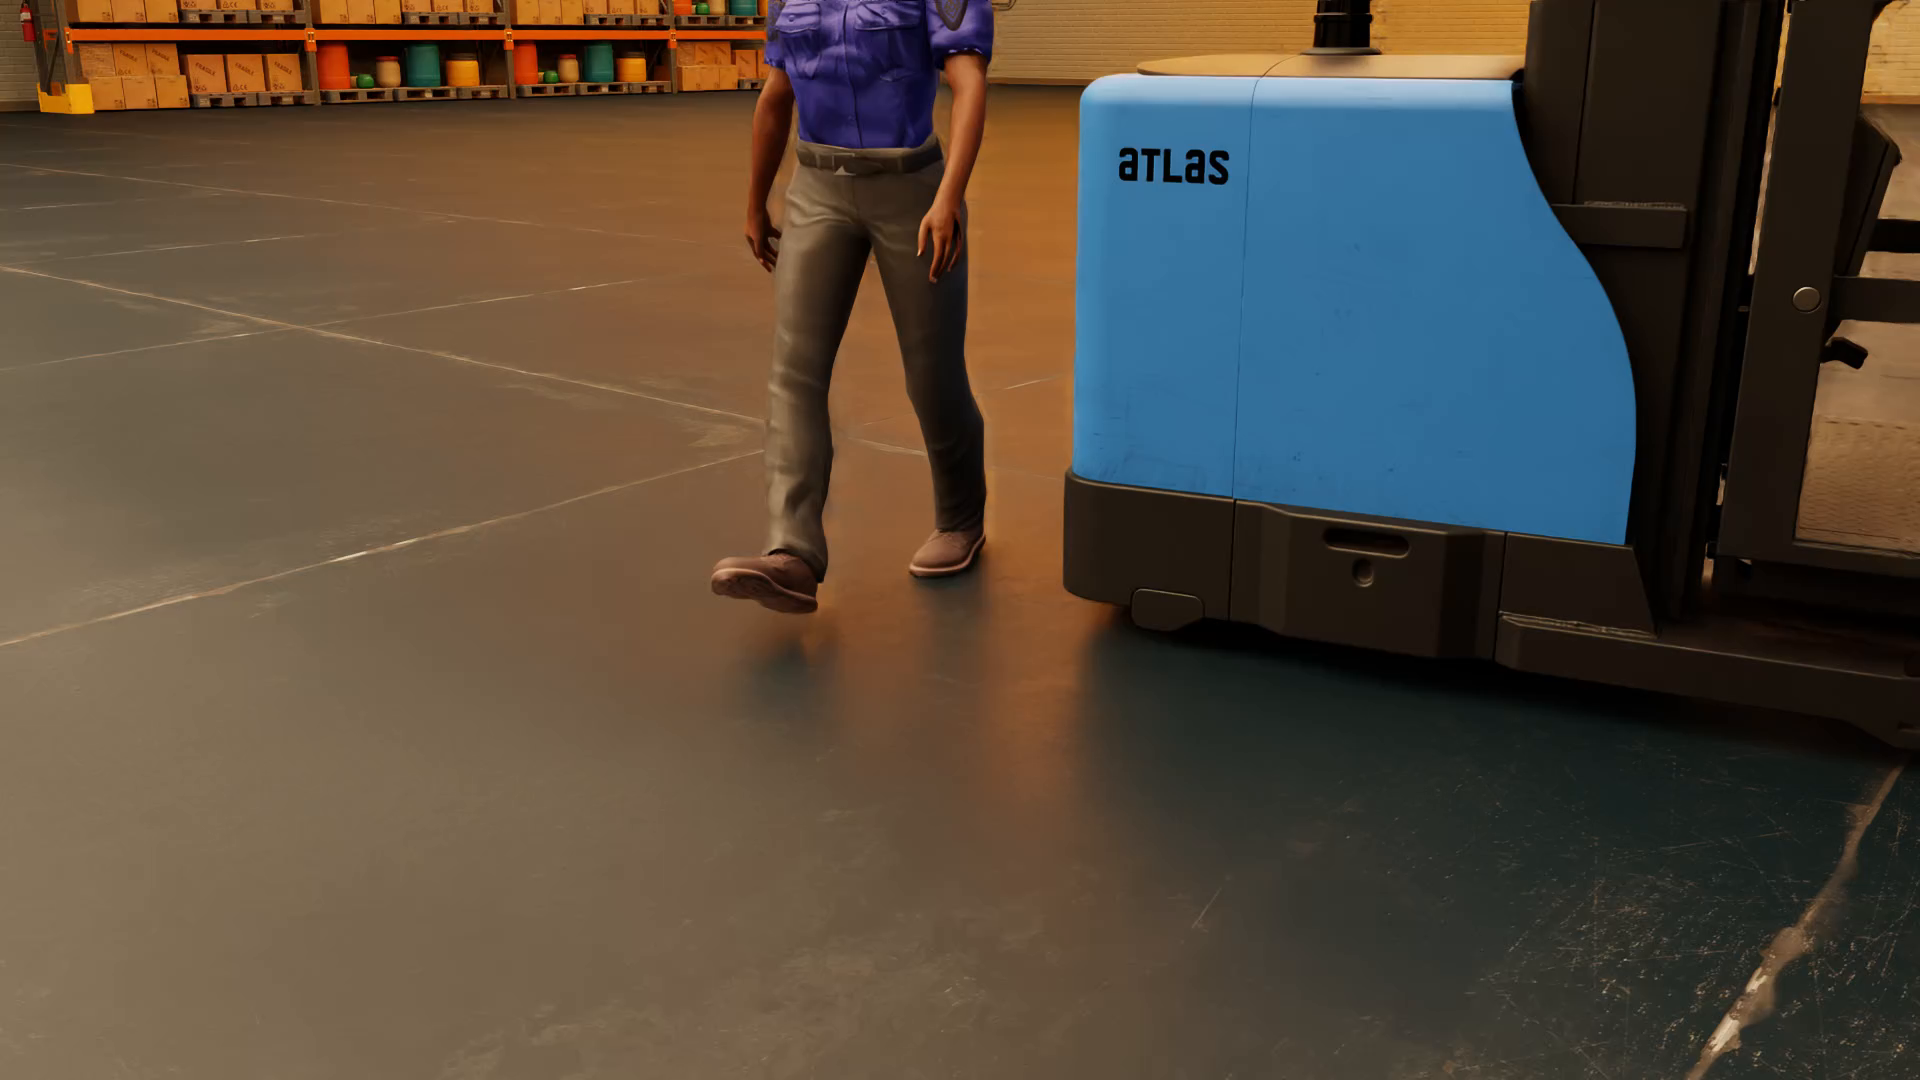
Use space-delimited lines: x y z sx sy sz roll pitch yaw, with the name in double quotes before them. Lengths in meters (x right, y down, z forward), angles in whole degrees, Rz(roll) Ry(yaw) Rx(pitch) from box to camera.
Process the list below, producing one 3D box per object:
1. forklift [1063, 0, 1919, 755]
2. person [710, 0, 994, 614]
"forklift" 1.765 -1.170 2.752 3.031 2.935 1.130 8 19 25
"person" -0.237 -0.643 3.311 0.620 1.607 0.899 6 18 18
